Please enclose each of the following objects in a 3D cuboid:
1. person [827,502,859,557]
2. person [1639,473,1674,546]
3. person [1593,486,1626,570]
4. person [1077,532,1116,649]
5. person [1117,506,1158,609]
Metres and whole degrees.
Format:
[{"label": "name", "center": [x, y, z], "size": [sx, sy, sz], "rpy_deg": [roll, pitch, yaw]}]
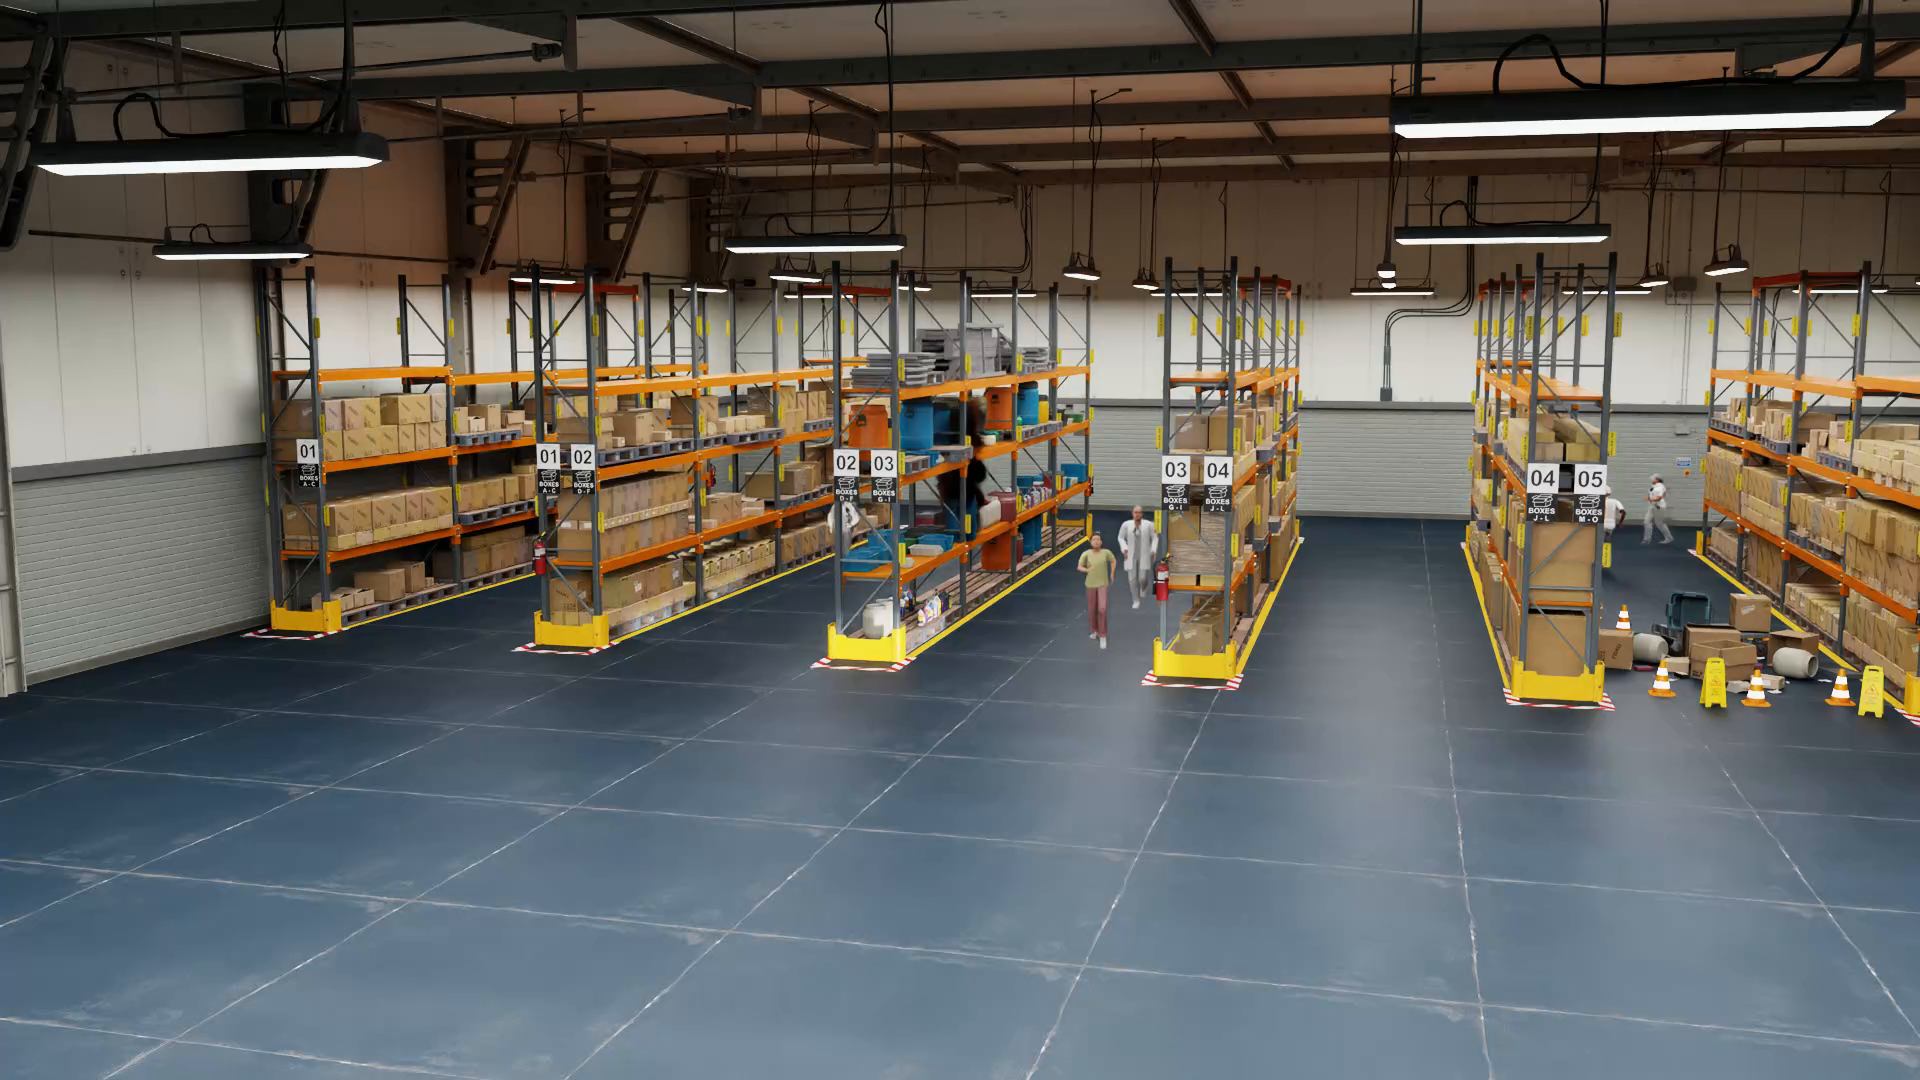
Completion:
[{"label": "person", "center": [-2.242, -0.129, 31.719], "size": [0.625, 1.691, 0.671], "rpy_deg": [1, 7, 6]}, {"label": "person", "center": [16.112, -0.676, 38.366], "size": [0.740, 1.725, 0.594], "rpy_deg": [1, 7, 11]}, {"label": "person", "center": [13.278, -0.246, 34.274], "size": [0.701, 1.748, 0.978], "rpy_deg": [0, 7, 3]}, {"label": "person", "center": [2.076, 0.756, 25.326], "size": [0.581, 1.716, 0.669], "rpy_deg": [1, 7, 7]}, {"label": "person", "center": [3.019, 0.278, 28.280], "size": [0.693, 1.737, 0.670], "rpy_deg": [1, 7, 8]}]
